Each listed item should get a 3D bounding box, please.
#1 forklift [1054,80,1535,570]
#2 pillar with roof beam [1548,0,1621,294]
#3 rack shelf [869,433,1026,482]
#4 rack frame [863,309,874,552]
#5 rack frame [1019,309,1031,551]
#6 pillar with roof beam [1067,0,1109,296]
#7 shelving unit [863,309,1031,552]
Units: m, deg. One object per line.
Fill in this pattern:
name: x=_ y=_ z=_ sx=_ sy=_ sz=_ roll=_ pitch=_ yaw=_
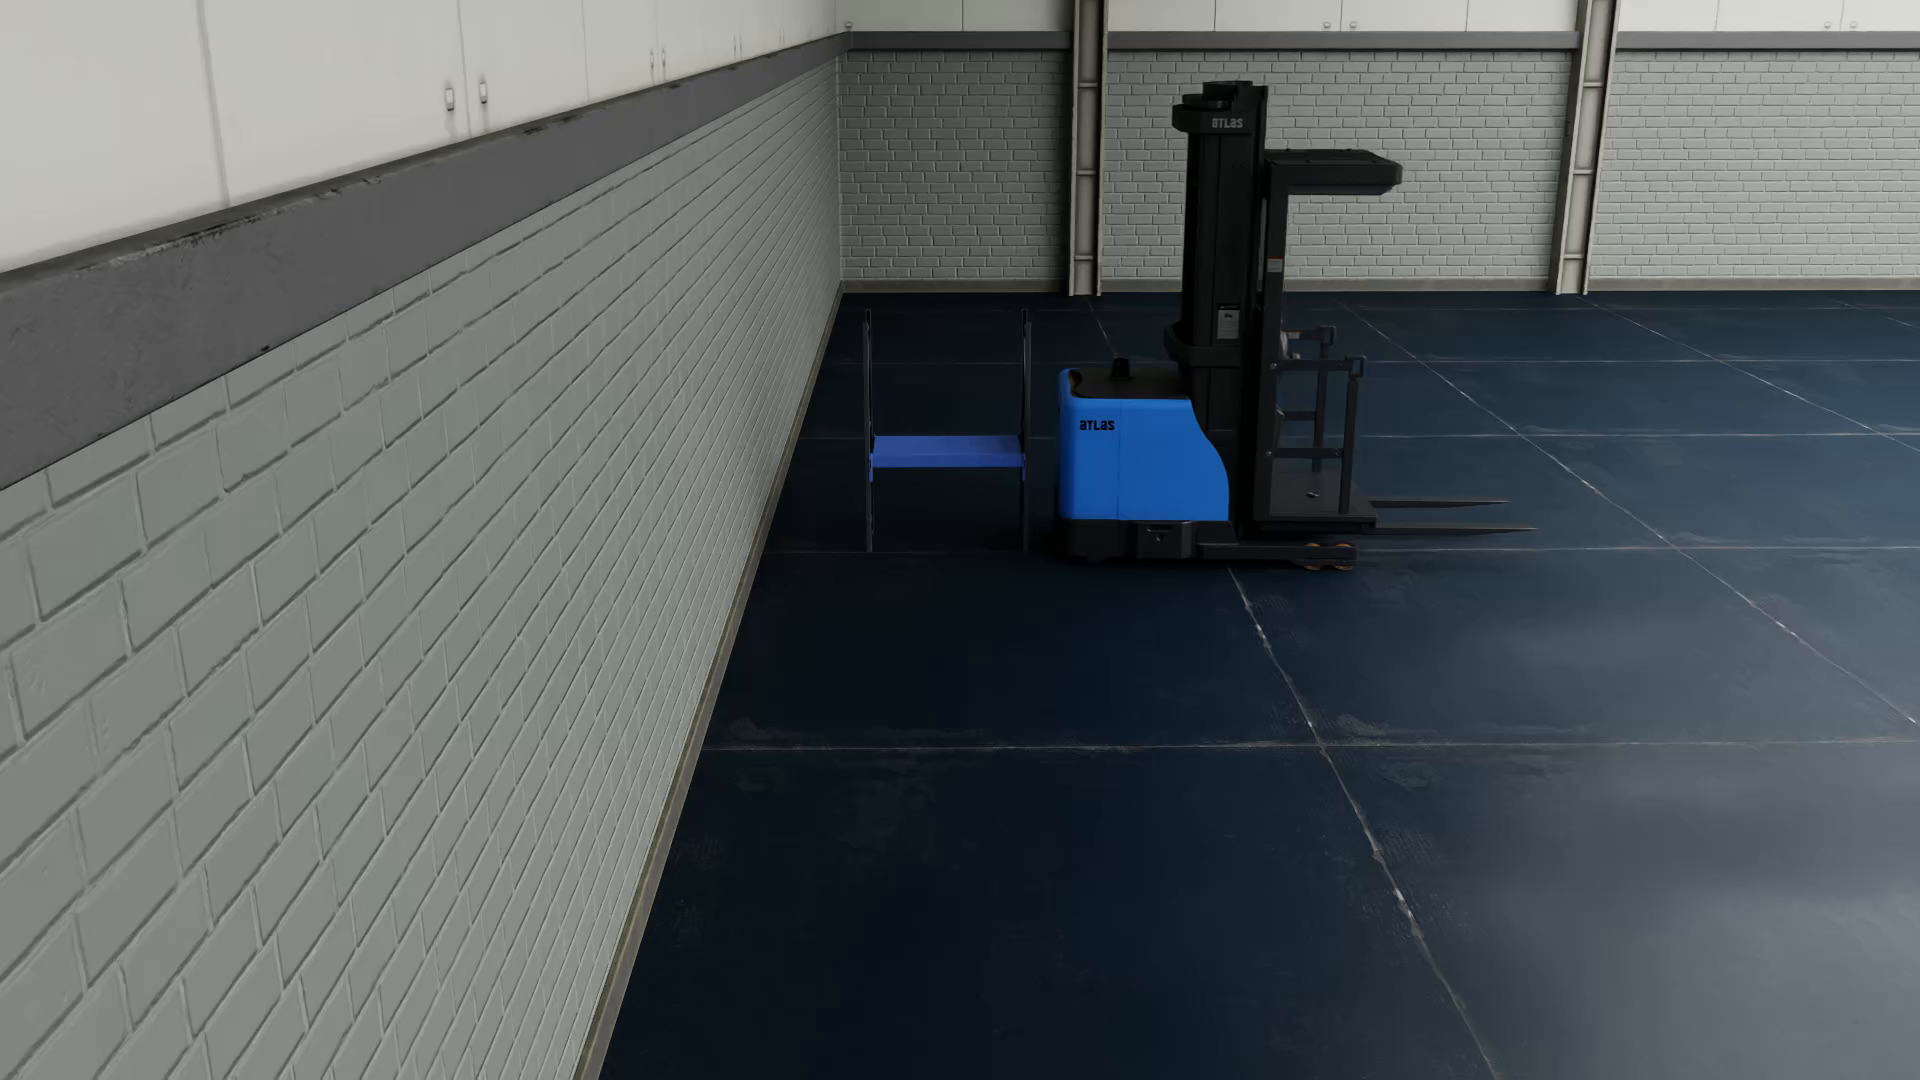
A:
forklift: x=2.146 y=-1.371 z=10.522 sx=3.031 sy=2.935 sz=1.130 roll=1 pitch=18 yaw=2
pillar with roof beam: x=7.594 y=-6.040 z=15.146 sx=0.400 sy=9.000 sz=9.100 roll=0 pitch=18 yaw=-1
rack shelf: x=-0.085 y=-0.542 z=10.872 sx=1.000 sy=0.185 sz=0.538 roll=0 pitch=18 yaw=-1
rack frame: x=-0.594 y=-0.711 z=10.810 sx=0.032 sy=1.500 sz=0.500 roll=0 pitch=18 yaw=-1
rack frame: x=0.423 y=-0.716 z=10.825 sx=0.032 sy=1.500 sz=0.500 roll=0 pitch=18 yaw=-1
pillar with roof beam: x=1.595 y=-6.012 z=15.055 sx=0.400 sy=9.000 sz=9.100 roll=0 pitch=18 yaw=-1
shelving unit: x=-0.085 y=-0.714 z=10.817 sx=1.048 sy=1.500 sz=0.538 roll=0 pitch=18 yaw=-1
